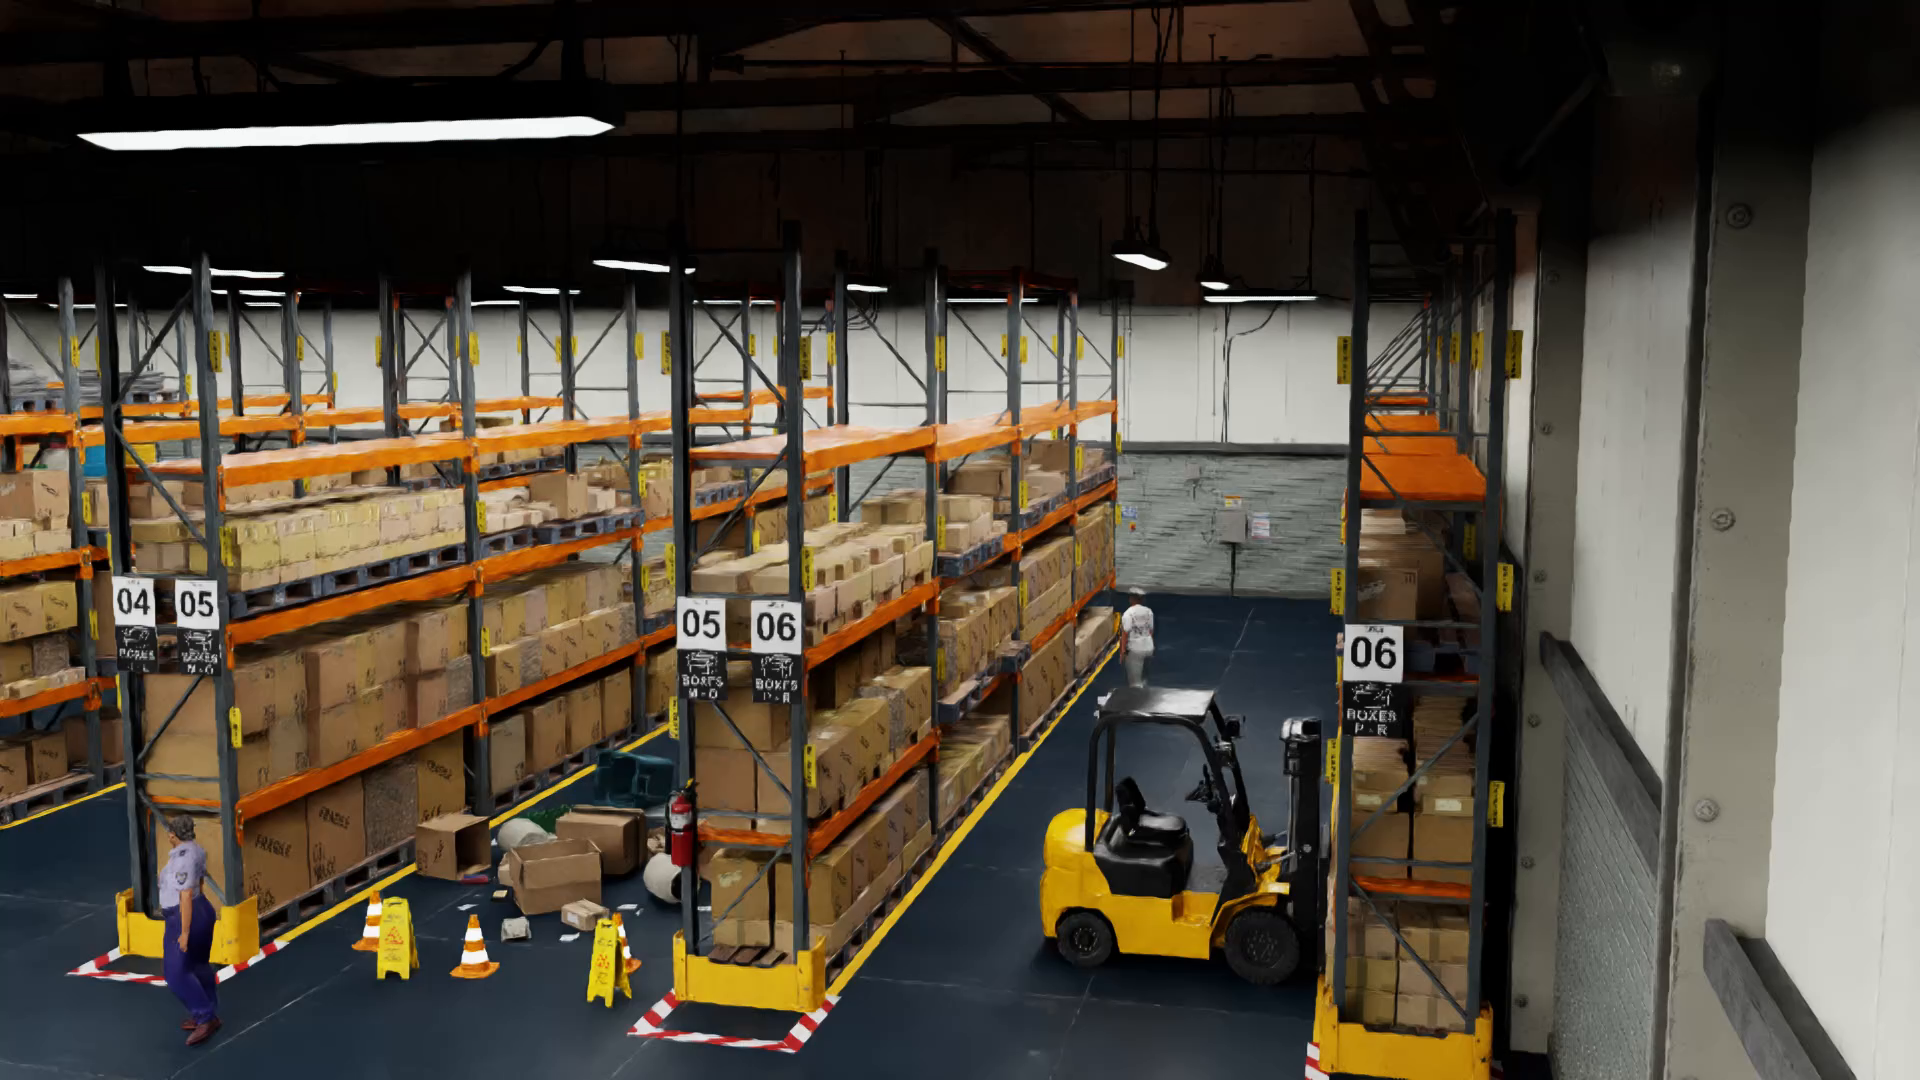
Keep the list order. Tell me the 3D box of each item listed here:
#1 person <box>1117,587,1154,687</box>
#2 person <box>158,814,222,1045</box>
[{"bbox_3d":[2.385,1.520,22.709,0.654,1.748,0.586,-7,10,-44],"label":"person"},{"bbox_3d":[-5.706,2.857,12.324,0.409,1.630,0.601,-1,7,-11],"label":"person"}]
